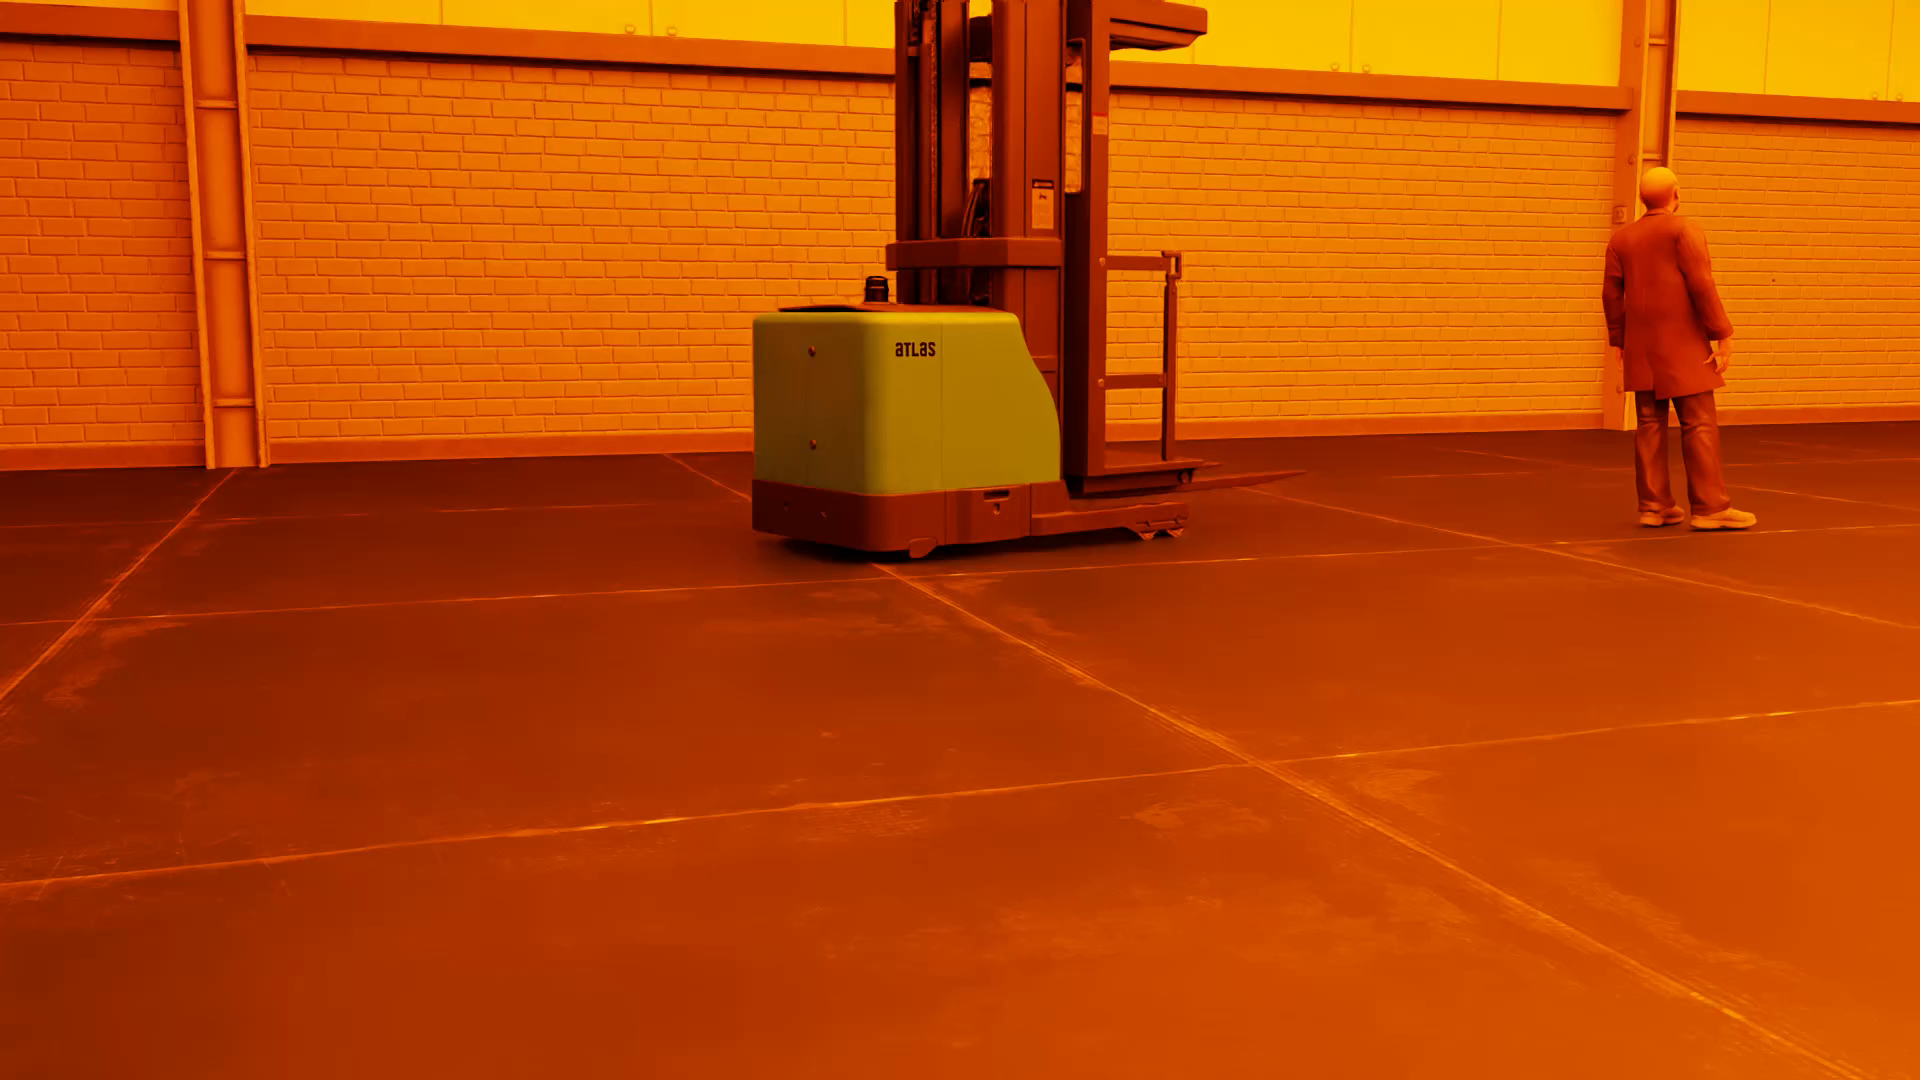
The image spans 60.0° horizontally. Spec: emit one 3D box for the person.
[{"bbox_3d":[3.602,-0.960,8.338,0.580,1.777,0.694,-4,9,-29],"label":"person"}]

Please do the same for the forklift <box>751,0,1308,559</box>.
[{"bbox_3d":[0.493,-1.508,8.138,3.031,2.935,1.130,-6,10,-38],"label":"forklift"}]
